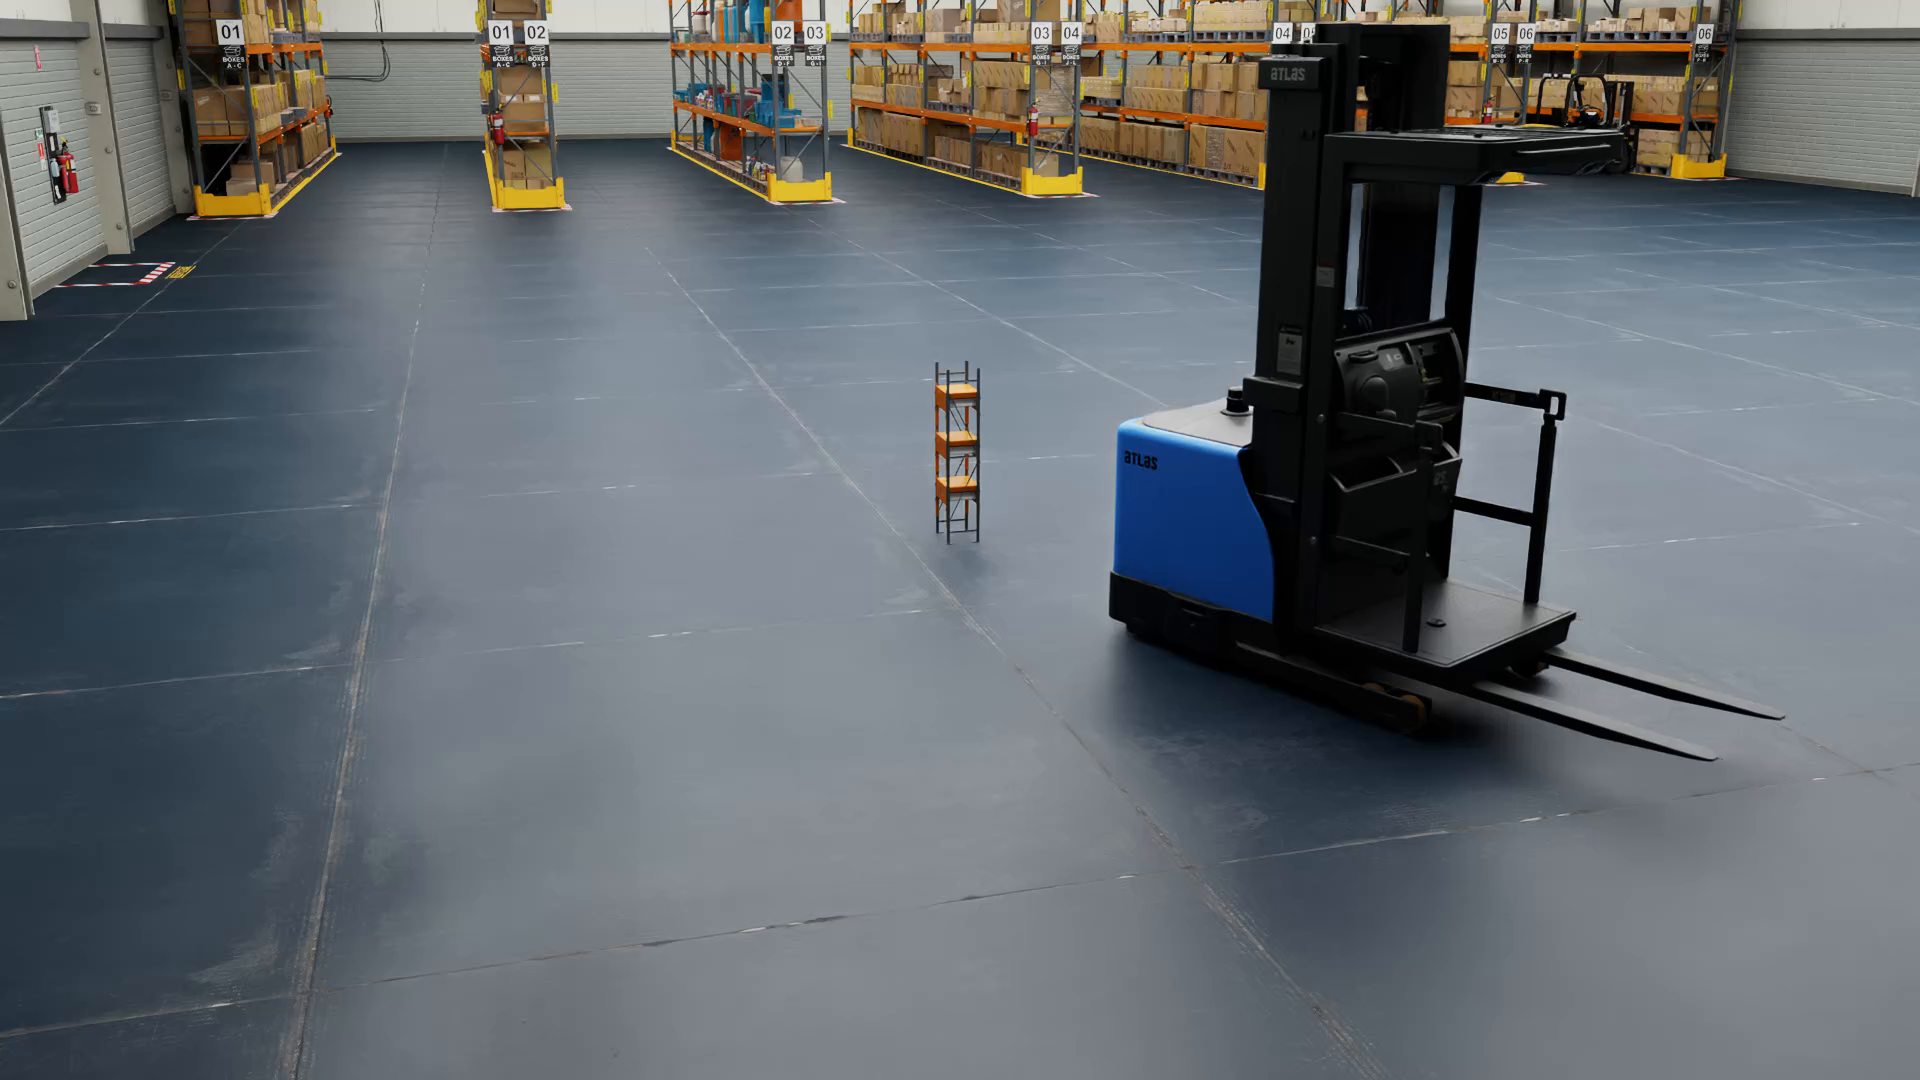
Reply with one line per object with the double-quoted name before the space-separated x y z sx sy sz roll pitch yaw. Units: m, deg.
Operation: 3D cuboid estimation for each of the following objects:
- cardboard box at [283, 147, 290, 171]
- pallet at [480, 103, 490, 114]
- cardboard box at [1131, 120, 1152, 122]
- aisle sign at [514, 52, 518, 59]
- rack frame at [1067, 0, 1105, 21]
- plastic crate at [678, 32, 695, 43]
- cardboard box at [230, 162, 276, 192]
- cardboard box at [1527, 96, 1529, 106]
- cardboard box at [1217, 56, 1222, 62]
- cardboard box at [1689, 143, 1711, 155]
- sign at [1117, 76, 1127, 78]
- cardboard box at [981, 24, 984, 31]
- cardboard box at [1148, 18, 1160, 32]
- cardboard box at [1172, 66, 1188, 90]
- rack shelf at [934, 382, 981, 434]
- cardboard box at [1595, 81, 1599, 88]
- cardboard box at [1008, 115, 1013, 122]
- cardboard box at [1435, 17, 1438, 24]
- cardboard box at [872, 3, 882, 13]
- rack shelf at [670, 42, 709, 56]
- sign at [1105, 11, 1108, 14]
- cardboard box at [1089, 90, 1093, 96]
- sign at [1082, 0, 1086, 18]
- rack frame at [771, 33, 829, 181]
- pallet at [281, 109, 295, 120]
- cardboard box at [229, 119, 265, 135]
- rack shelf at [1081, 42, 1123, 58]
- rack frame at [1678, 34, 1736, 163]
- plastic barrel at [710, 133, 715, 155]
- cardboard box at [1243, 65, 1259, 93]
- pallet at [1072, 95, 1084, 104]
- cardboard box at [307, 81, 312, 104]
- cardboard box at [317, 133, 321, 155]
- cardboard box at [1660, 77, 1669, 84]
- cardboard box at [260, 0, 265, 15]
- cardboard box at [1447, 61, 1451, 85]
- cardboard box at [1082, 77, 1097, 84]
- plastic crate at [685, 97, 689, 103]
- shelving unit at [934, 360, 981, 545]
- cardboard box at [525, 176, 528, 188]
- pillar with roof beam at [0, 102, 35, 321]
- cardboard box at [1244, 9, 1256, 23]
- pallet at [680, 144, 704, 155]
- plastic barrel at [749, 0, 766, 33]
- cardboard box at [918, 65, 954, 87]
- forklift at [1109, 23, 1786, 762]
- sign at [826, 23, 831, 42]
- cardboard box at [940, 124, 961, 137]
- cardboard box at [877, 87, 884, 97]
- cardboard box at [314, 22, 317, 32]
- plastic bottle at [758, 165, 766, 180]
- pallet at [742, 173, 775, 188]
"cardboard box" -14.391 -7.908 34.643 0.700 0.500 0.500 -5 17 -15
"pallet" -10.161 -9.723 37.442 1.213 0.211 1.003 -5 17 -15
"cardboard box" 4.459 -10.353 41.515 0.500 0.250 0.500 -6 18 -18
"aisle sign" -11.830 -13.134 43.945 0.394 0.787 0.004 -5 17 -15
"rack frame" 3.316 -14.759 43.445 1.000 3.000 0.127 -5 17 -15
"plastic crate" -7.030 -12.979 42.939 0.437 0.282 0.530 -5 17 -15
"cardboard box" -12.884 -6.604 30.305 0.700 0.500 0.500 -6 18 -19
"cardboard box" 14.229 -10.954 41.464 0.500 0.250 0.500 -4 17 -13
"cardboard box" 7.440 -13.489 46.605 0.380 0.149 0.250 -5 17 -16
"cardboard box" 16.188 -8.650 36.714 0.500 0.250 0.500 -4 17 -14
"sign" 5.314 -15.112 54.578 0.327 0.218 0.001 -5 17 -15
"cardboard box" 0.650 -10.682 34.654 0.380 0.149 0.250 -6 18 -18
"cardboard box" 4.682 -11.924 38.472 0.500 0.311 0.500 -5 17 -16
"cardboard box" 5.230 -10.479 37.712 0.700 0.500 0.500 -5 17 -16
"rack shelf" -0.015 -0.779 9.772 0.215 0.259 0.240 -5 17 -15
"cardboard box" 15.024 -10.594 38.706 0.380 0.149 0.250 -5 17 -15
"cardboard box" 1.181 -8.489 33.436 0.380 0.149 0.250 -5 17 -15
"cardboard box" 10.526 -11.254 36.041 0.380 0.149 0.250 -4 17 -14
"cardboard box" -2.034 -14.161 44.288 0.500 0.250 0.500 -5 18 -17
"rack shelf" -6.792 -12.776 43.306 1.077 0.370 4.000 -5 17 -15
"sign" 3.849 -13.804 43.895 0.100 0.325 0.005 -5 17 -15
"cardboard box" 3.491 -11.316 42.116 0.380 0.149 0.250 -4 17 -14
"sign" 2.339 -10.101 31.631 0.100 0.325 0.005 -5 17 -15
"rack frame" -2.945 -7.811 30.742 1.000 3.000 0.127 -5 17 -15
"pallet" -14.086 -8.605 33.717 1.003 0.211 1.213 -5 17 -15
"cardboard box" -12.299 -7.126 28.686 0.500 0.250 0.500 -5 17 -17
"rack shelf" 3.866 -12.425 42.138 1.077 0.370 4.000 -5 17 -15
"rack frame" 16.117 -9.380 35.964 1.000 3.000 0.127 -5 17 -15
"plastic barrel" -5.846 -9.629 40.388 0.421 0.512 0.421 0 17 0
"cardboard box" 6.310 -9.406 33.915 0.875 0.550 0.550 -5 17 -15
"pallet" 3.387 -11.571 43.594 1.003 0.211 1.213 -5 17 -15
"cardboard box" -15.249 -10.299 38.299 0.500 0.500 0.500 -5 17 -15
"cardboard box" -15.875 -9.566 40.199 0.700 0.500 0.500 -4 17 -15
"cardboard box" 15.621 -10.099 36.540 0.380 0.149 0.250 -4 17 -14
"cardboard box" -13.010 -9.838 30.330 0.500 0.500 0.500 -4 17 -12
"cardboard box" 10.625 -10.053 35.776 0.700 0.500 0.500 -5 17 -16
"cardboard box" 3.339 -11.749 42.524 0.380 0.149 0.250 -4 17 -13
"plastic crate" -6.808 -11.316 42.783 0.437 0.125 0.590 -5 17 -15
"shelving unit" -0.015 -0.518 9.850 0.215 1.050 0.252 -5 17 -15
"cardboard box" -7.783 -6.609 30.789 0.500 0.250 0.500 -5 17 -15
"pillar with roof beam" -6.057 -7.047 17.771 9.100 9.000 0.400 -5 17 -15
"cardboard box" 6.074 -10.575 33.568 0.500 0.250 0.500 -5 17 -15
"pallet" -6.821 -10.333 43.986 1.003 0.211 1.213 -5 17 -15
"plastic barrel" -3.873 -10.512 32.916 0.600 0.901 0.708 -5 17 -15
"cardboard box" -0.566 -11.147 39.931 0.797 0.503 0.637 -4 17 -13
"forklift" 2.114 -0.733 7.297 1.130 2.935 3.031 -15 22 -40
"sign" -2.415 -9.294 30.450 0.100 0.325 0.005 -5 17 -15
"cardboard box" -0.168 -9.605 38.992 0.500 0.250 0.500 -4 17 -13
"cardboard box" -1.854 -11.694 43.412 0.500 0.250 0.500 -5 17 -16
"cardboard box" -16.267 -12.742 41.300 0.500 0.250 0.500 -5 18 -17
"plastic bottle" -3.914 -7.263 32.885 0.152 0.276 0.135 -5 17 -15
"pallet" -3.900 -7.393 34.197 1.003 0.211 1.213 -5 17 -15
